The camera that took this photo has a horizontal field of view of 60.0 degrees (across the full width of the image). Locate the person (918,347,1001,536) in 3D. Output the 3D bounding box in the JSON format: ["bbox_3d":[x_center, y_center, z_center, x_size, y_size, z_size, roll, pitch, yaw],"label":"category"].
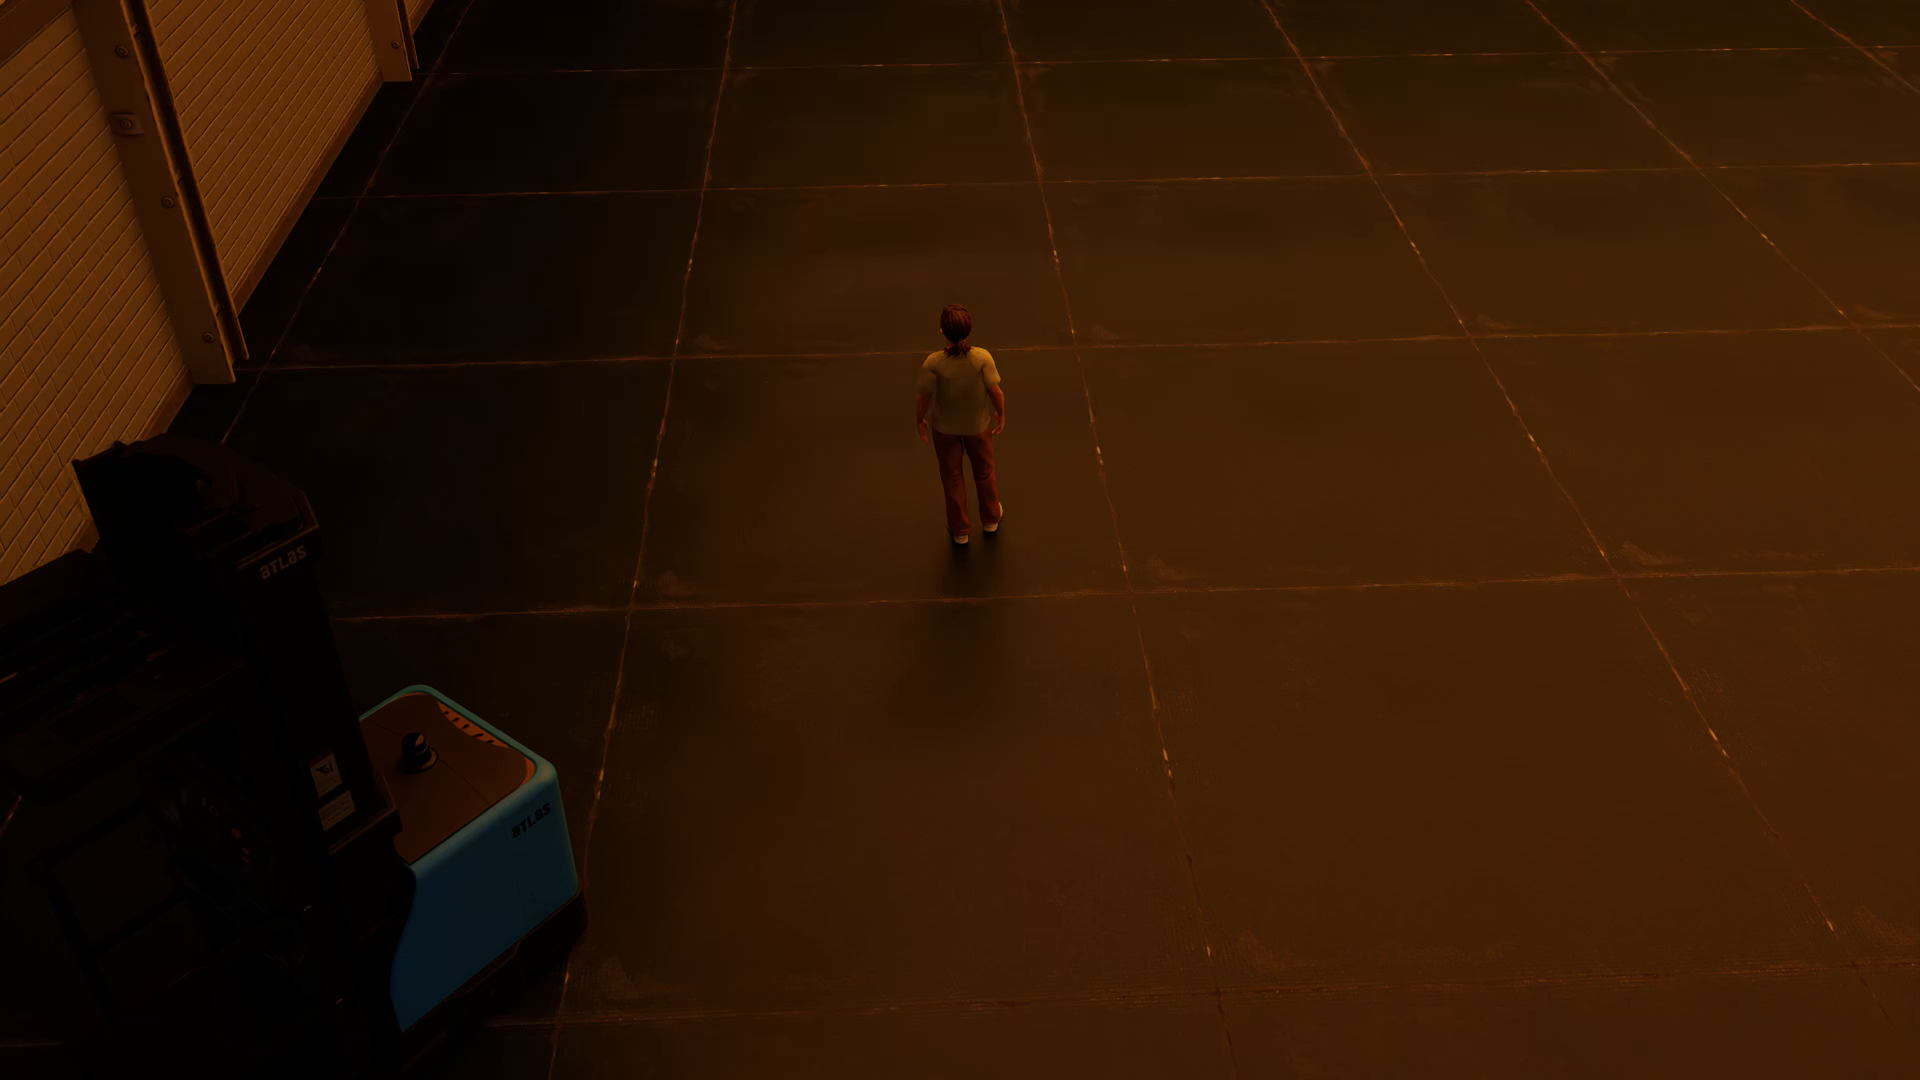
[{"bbox_3d":[0.006,-0.627,10.079,0.518,1.361,0.395,-2,36,-2],"label":"person"}]

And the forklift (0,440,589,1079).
[{"bbox_3d":[-3.059,1.195,6.370,1.130,2.935,3.031,24,43,30],"label":"forklift"}]
